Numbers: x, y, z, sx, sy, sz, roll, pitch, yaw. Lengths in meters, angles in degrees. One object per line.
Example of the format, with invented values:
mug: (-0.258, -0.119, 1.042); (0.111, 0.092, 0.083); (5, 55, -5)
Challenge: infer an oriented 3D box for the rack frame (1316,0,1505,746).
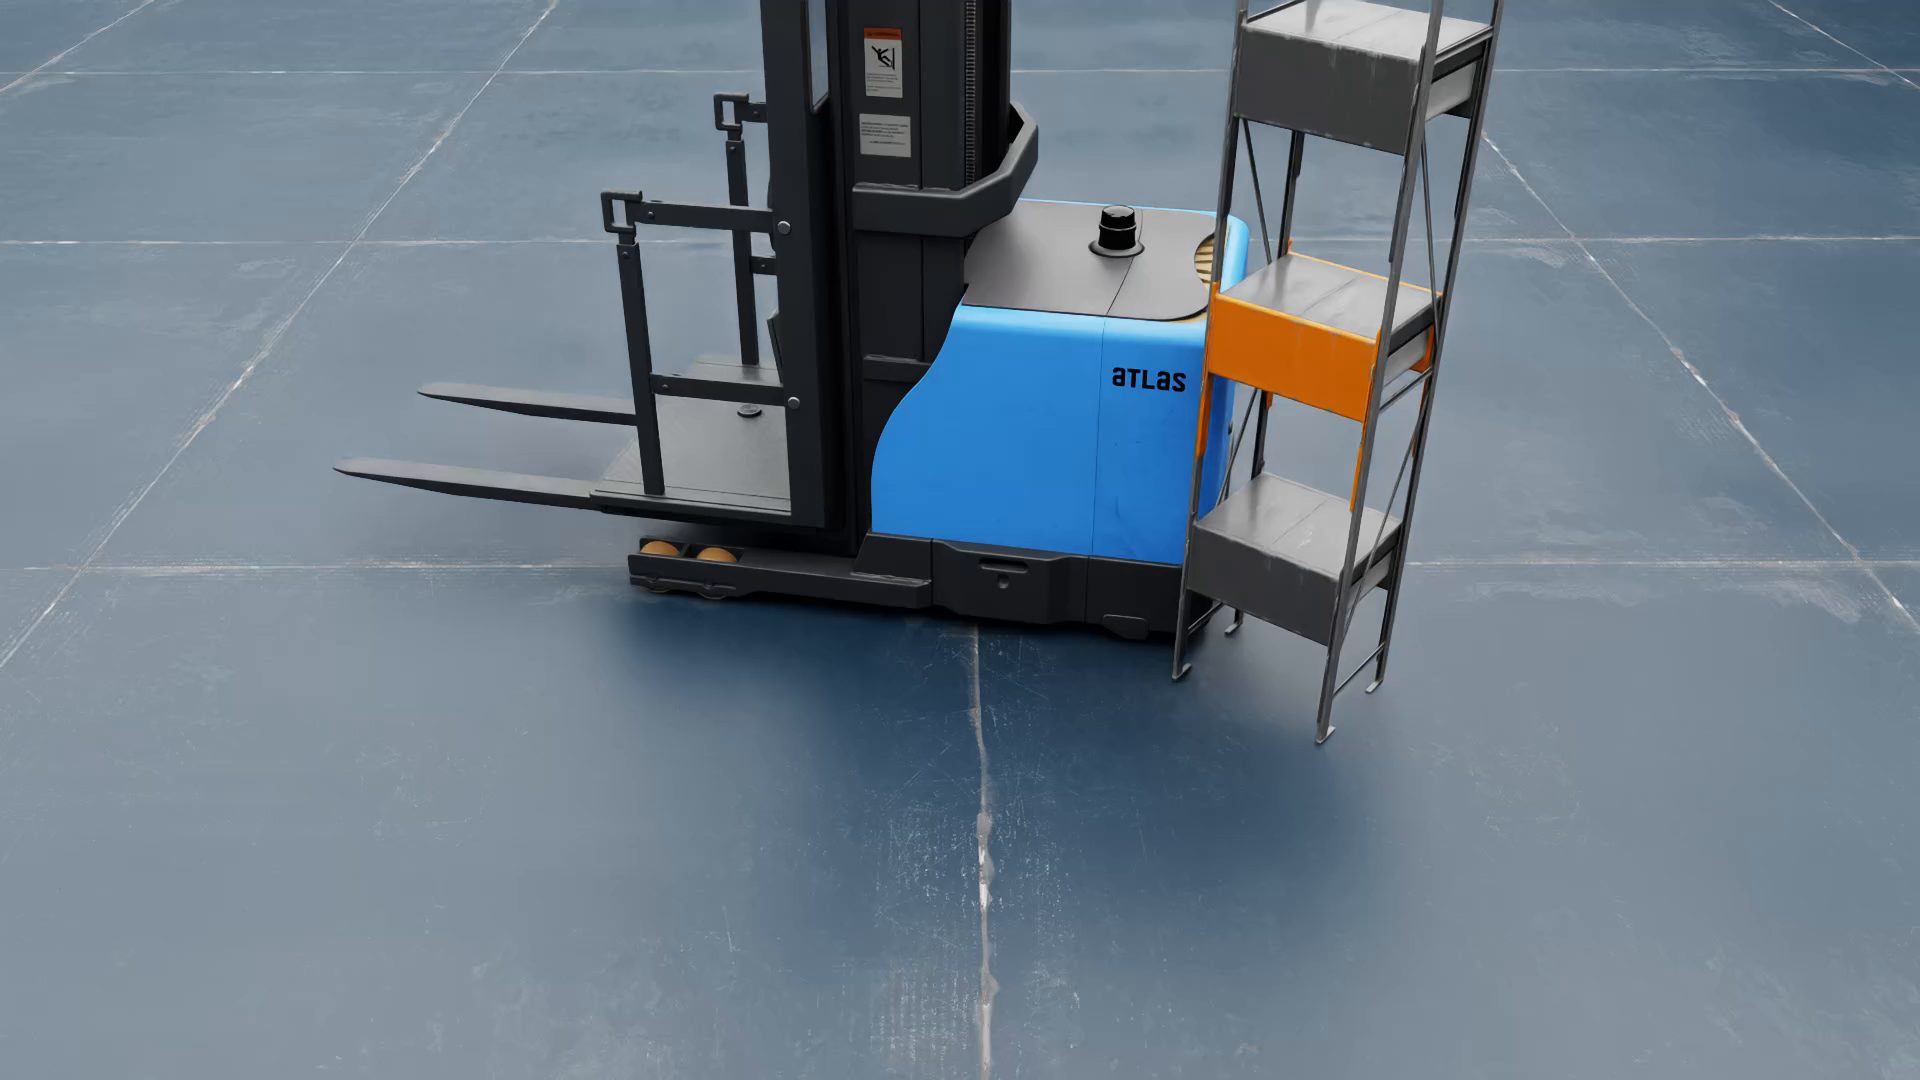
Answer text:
rack frame: (1.165, -0.386, 4.362); (0.015, 2.100, 0.400); (23, 38, 32)

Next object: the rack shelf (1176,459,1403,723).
rack shelf: (0.967, 0.139, 4.866); (0.480, 0.518, 0.431); (23, 38, 32)

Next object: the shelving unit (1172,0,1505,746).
shelving unit: (0.974, -0.468, 4.490); (0.503, 2.100, 0.431); (23, 38, 32)

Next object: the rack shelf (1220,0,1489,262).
rack shelf: (0.981, -1.052, 4.130); (0.480, 0.518, 0.431); (23, 38, 32)

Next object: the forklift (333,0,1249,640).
forklift: (-0.613, -1.320, 5.099); (3.031, 2.935, 1.130); (6, 32, 10)

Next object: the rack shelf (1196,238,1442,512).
rack shelf: (0.974, -0.456, 4.498); (0.480, 0.518, 0.431); (23, 38, 32)

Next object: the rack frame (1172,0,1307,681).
rack frame: (0.783, -0.549, 4.619); (0.015, 2.100, 0.400); (23, 38, 32)
